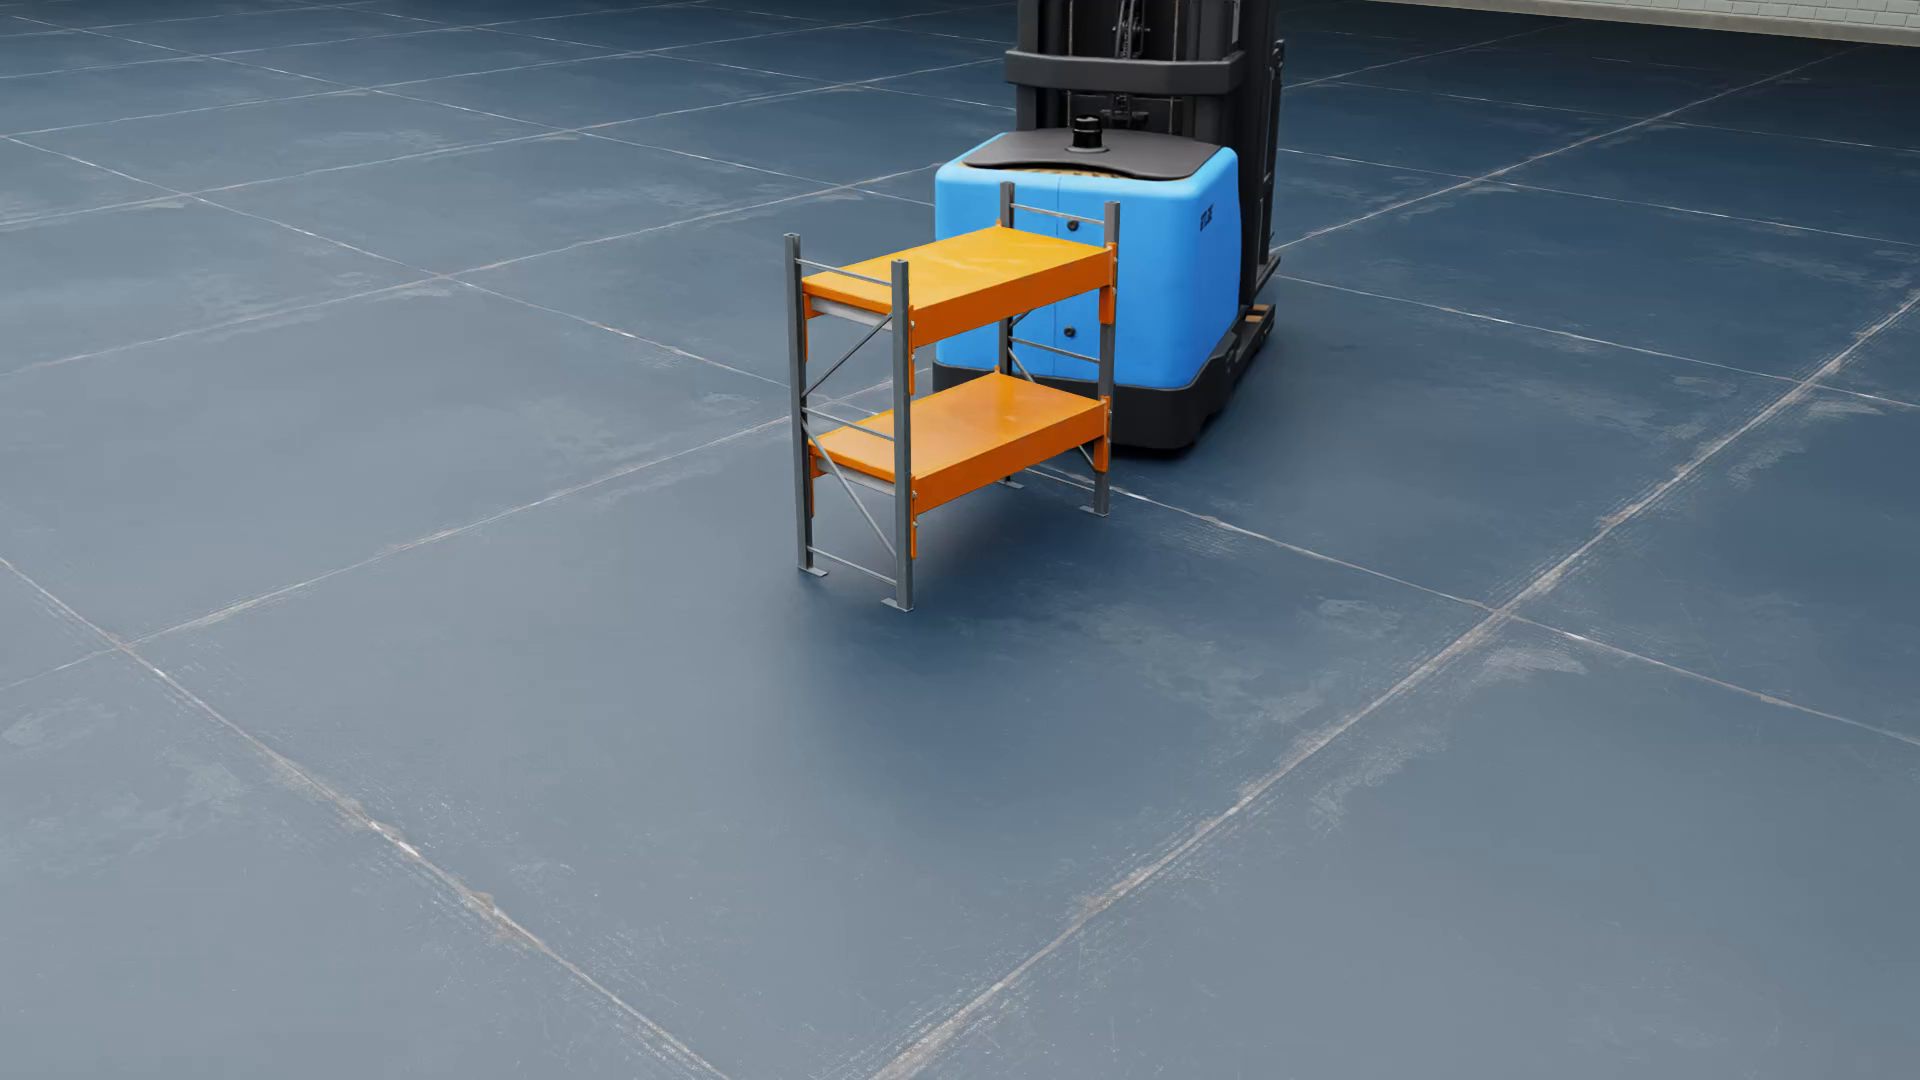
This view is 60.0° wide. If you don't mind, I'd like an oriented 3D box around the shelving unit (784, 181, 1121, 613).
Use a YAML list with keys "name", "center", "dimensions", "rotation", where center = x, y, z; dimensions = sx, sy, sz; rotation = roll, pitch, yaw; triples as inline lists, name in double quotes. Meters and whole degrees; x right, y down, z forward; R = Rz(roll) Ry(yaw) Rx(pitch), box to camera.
- name: "shelving unit"
  center: [-0.005, -0.511, 5.515]
  dimensions: [0.538, 1.125, 1.048]
  rotation: [20, 31, 38]

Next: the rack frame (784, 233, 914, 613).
- name: "rack frame"
  center: [-0.344, -0.356, 5.170]
  dimensions: [0.500, 1.125, 0.032]
  rotation: [20, 31, 38]

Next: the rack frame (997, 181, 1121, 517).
- name: "rack frame"
  center: [0.335, -0.666, 5.861]
  dimensions: [0.500, 1.125, 0.032]
  rotation: [20, 31, 38]

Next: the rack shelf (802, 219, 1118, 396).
- name: "rack shelf"
  center: [-0.005, -0.778, 5.396]
  dimensions: [0.538, 0.278, 1.000]
  rotation: [20, 31, 38]

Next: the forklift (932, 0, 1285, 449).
- name: "forklift"
  center: [0.858, -2.261, 7.209]
  dimensions: [1.130, 2.935, 3.031]
  rotation: [8, 25, 18]

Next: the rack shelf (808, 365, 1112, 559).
- name: "rack shelf"
  center: [-0.005, -0.288, 5.615]
  dimensions: [0.538, 0.278, 1.000]
  rotation: [20, 31, 38]
